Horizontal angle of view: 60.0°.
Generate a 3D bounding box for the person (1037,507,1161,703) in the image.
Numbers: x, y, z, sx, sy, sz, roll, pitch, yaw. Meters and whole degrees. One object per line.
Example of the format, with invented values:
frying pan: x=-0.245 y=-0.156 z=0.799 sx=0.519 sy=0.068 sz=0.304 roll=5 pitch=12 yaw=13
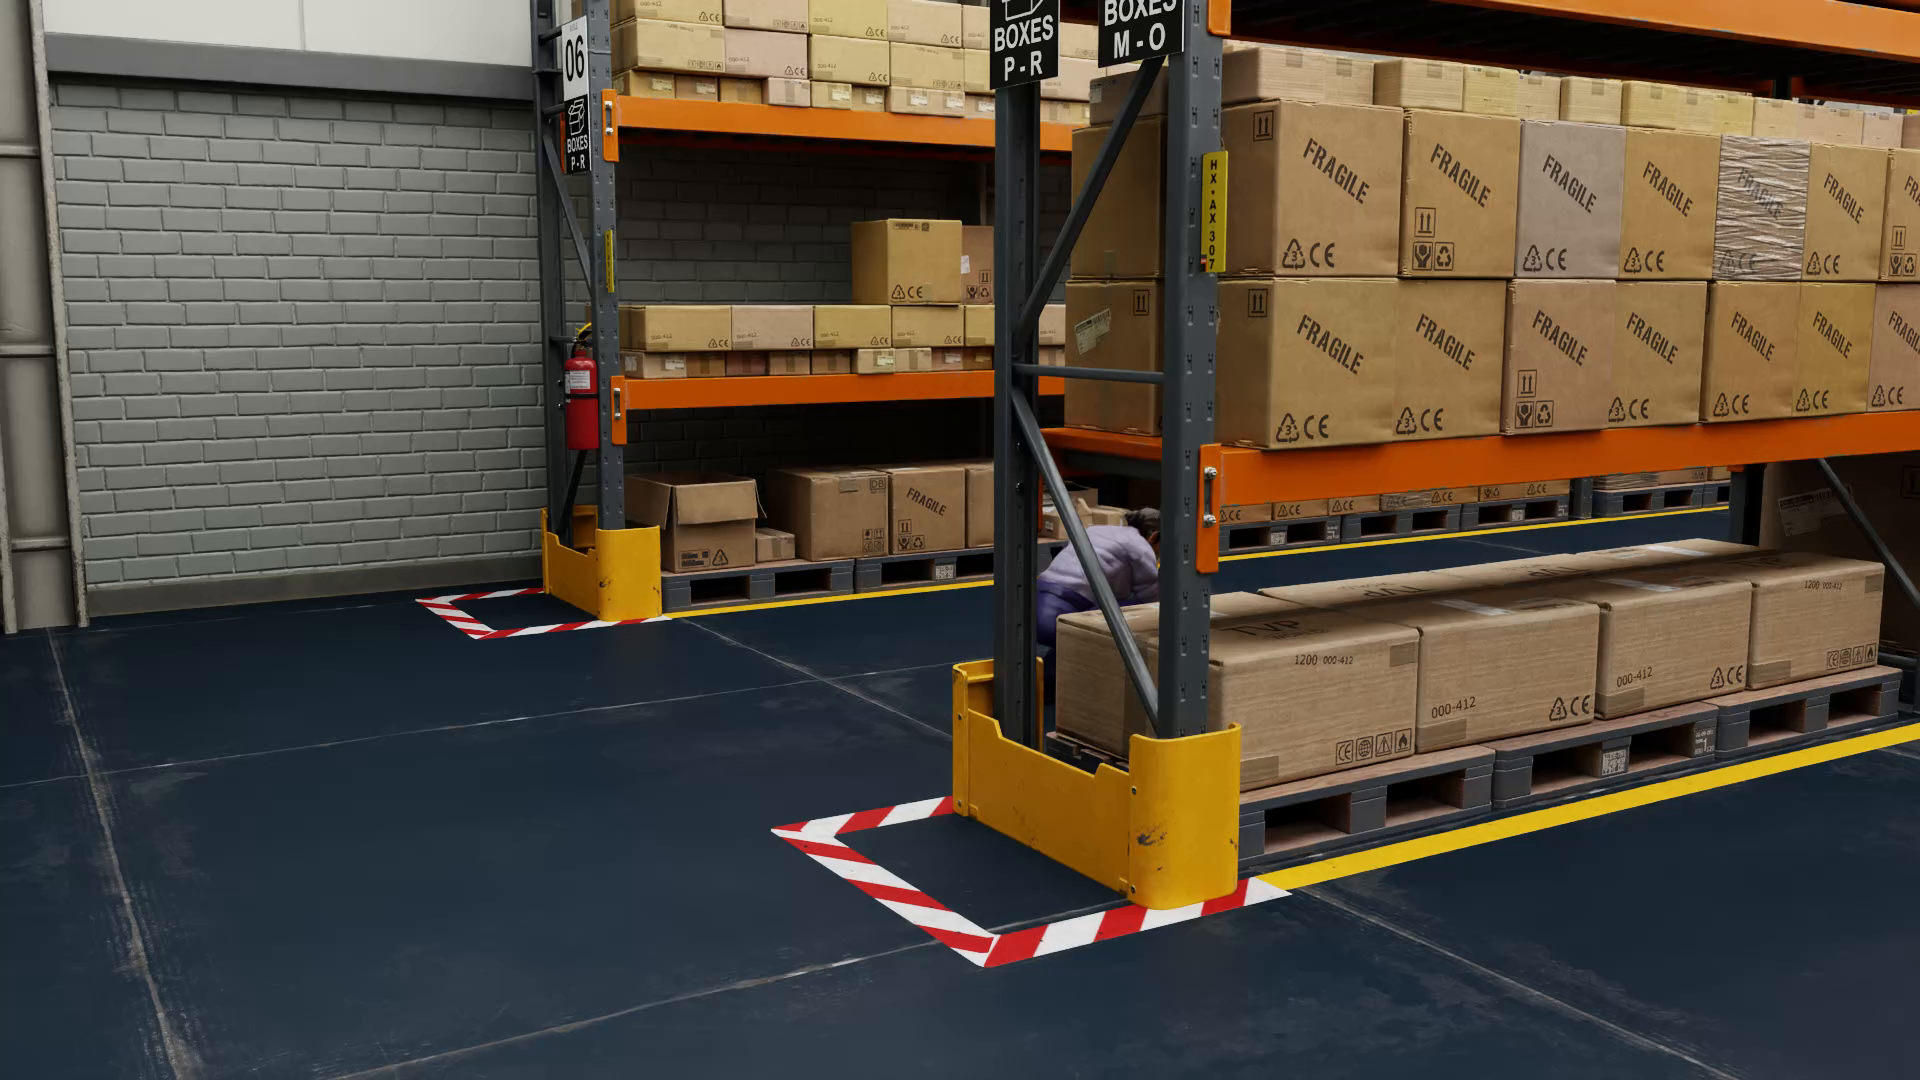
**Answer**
person: x=0.591 y=0.302 z=7.181 sx=0.814 sy=0.832 sz=0.517 roll=-5 pitch=10 yaw=-31
